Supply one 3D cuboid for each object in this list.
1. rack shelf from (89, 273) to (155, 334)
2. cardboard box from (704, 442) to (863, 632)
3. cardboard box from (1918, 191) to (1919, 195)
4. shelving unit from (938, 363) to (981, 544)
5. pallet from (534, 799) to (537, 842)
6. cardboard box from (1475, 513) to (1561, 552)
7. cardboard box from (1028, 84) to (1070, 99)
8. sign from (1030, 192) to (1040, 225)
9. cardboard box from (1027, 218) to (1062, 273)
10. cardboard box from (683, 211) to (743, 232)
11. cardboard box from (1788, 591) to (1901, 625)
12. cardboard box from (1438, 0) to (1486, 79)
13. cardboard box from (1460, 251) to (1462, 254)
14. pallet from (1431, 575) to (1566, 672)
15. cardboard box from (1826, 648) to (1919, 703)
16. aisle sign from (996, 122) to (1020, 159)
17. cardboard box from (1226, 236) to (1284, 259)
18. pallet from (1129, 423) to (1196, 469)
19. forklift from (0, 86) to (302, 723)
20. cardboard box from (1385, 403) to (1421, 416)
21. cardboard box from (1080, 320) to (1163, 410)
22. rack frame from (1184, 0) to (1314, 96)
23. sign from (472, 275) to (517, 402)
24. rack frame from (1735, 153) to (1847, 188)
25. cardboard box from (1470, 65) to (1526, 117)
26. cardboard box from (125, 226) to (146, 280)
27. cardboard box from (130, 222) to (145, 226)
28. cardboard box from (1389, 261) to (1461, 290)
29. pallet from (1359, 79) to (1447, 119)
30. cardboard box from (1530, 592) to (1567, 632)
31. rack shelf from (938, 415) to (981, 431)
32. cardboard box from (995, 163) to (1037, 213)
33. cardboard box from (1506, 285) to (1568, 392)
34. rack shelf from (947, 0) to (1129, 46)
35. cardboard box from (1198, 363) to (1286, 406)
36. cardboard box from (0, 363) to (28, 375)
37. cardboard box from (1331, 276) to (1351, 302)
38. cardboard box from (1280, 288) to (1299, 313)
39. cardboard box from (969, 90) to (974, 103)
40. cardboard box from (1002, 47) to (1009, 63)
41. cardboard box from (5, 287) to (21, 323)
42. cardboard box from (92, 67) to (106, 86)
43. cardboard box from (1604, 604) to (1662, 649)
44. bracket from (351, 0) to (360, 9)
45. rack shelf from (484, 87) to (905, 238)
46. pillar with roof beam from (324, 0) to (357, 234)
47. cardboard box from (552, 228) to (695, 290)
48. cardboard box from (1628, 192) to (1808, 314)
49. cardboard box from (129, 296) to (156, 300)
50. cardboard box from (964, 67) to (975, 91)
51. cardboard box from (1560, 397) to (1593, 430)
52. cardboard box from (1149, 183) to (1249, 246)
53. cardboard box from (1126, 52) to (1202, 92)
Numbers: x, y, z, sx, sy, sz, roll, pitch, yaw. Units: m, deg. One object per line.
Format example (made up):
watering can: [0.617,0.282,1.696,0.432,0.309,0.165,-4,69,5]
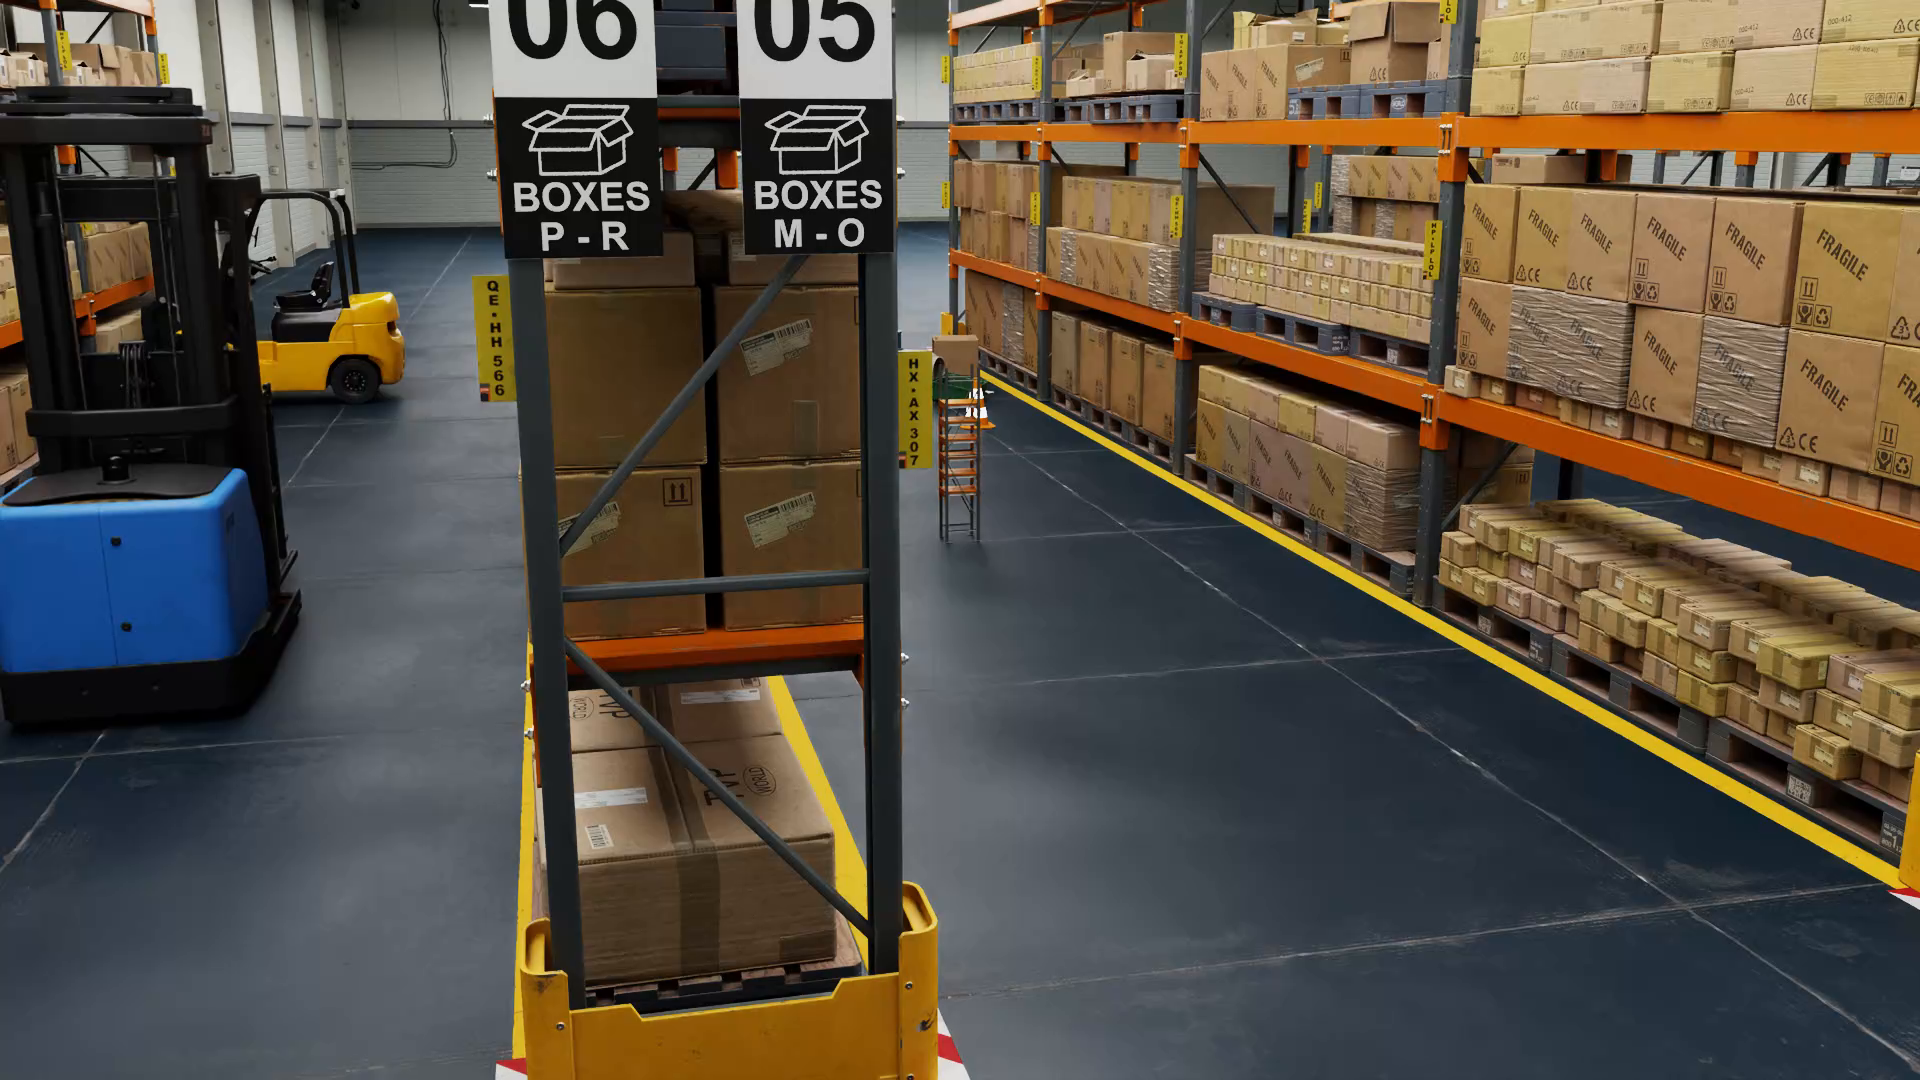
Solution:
rack shelf: [-8.778,-2.472,16.739,1.077,0.370,4.000,-3,14,-13]
cardboard box: [-0.500,-0.044,5.077,0.500,0.500,0.500,-3,14,-14]
cardboard box: [7.558,-2.328,12.312,0.797,0.503,0.637,-3,14,-11]
shelving unit: [-0.003,-0.586,11.298,0.258,1.200,0.189,-3,14,-13]
pallet: [-1.213,1.025,6.788,1.003,0.211,1.213,-3,14,-13]
cardboard box: [3.069,-0.041,9.144,0.380,0.149,0.250,-3,14,-10]
cardboard box: [0.907,-4.590,17.009,0.380,0.149,0.250,-3,14,-13]
sign: [0.764,-3.364,16.886,0.100,0.325,0.005,-3,14,-13]
cardboard box: [1.205,-3.094,17.454,0.875,0.550,0.550,-3,14,-13]
cardboard box: [-0.753,-1.056,5.744,0.380,0.149,0.250,-3,14,-13]
cardboard box: [4.018,0.345,7.564,0.380,0.149,0.250,-3,14,-11]
cardboard box: [3.200,-2.894,9.537,0.700,0.500,0.500,-3,14,-13]
cardboard box: [3.291,-1.818,10.941,0.380,0.149,0.250,-3,14,-14]
pallet: [3.374,0.417,9.277,1.003,0.211,1.213,-3,14,-13]
cardboard box: [3.748,0.555,6.705,0.380,0.149,0.250,-3,14,-12]
aisle sign: [0.639,-5.155,20.730,0.394,0.787,0.004,-3,14,-13]
cardboard box: [2.229,-2.205,12.525,0.380,0.149,0.250,-4,14,-15]
pallet: [2.131,-0.845,14.442,1.003,0.211,1.213,-3,14,-13]
forklift: [-4.277,-0.883,8.864,1.130,2.935,3.031,-3,14,-14]
cardboard box: [3.138,-0.753,10.990,0.500,0.250,0.500,-3,14,-12]
cardboard box: [1.760,-1.687,15.866,1.050,0.750,0.750,-3,14,-13]
rack frame: [2.243,-4.928,12.637,1.000,3.000,0.127,-3,14,-13]
sign: [-1.197,-0.519,4.294,0.100,0.325,0.005,-3,14,-13]
rack frame: [7.088,-2.267,14.385,1.000,3.000,0.127,-3,14,-13]
cardboard box: [3.034,-2.354,8.736,0.500,0.250,0.500,-3,14,-10]
cardboard box: [-8.515,-2.878,16.678,0.500,0.500,0.500,-3,14,-13]
cardboard box: [-8.569,-3.287,16.984,0.380,0.149,0.250,-3,14,-13]
cardboard box: [2.834,-1.606,10.069,0.380,0.149,0.250,-4,14,-15]
pallet: [3.141,-2.605,9.846,1.213,0.211,1.003,-3,14,-13]
cardboard box: [3.235,0.363,8.741,0.380,0.149,0.250,-4,14,-14]
rack shelf: [-0.003,-0.776,11.252,0.258,0.103,0.180,-3,14,-13]
cardboard box: [0.883,-3.995,18.869,0.875,0.550,0.500,-3,14,-13]
cardboard box: [3.177,-1.042,8.534,0.500,0.500,0.500,-3,14,-13]
rack shelf: [0.834,-5.768,18.435,1.077,0.370,4.000,-3,14,-13]
cardboard box: [2.169,-1.195,12.801,0.500,0.250,0.500,-4,14,-16]
cardboard box: [-8.000,-1.111,13.773,0.875,0.625,0.625,-3,14,-14]
cardboard box: [2.650,-1.639,10.834,0.380,0.149,0.250,-4,14,-16]
cardboard box: [2.465,-1.675,11.609,0.380,0.149,0.250,-3,14,-12]
cardboard box: [0.312,-5.175,19.402,0.380,0.149,0.250,-3,14,-13]
cardboard box: [0.669,-5.212,17.873,0.380,0.149,0.250,-3,14,-13]
cardboard box: [-7.597,-1.835,12.932,0.500,0.250,0.500,-3,14,-11]
cardboard box: [-8.362,-4.363,15.834,0.396,0.266,0.258,-4,14,-15]
cardboard box: [3.329,0.402,7.958,0.380,0.149,0.250,-3,14,-13]
bracket: [-17.315,-15.318,47.579,0.235,0.232,0.430,-3,14,-13]
rack shelf: [-1.136,-1.438,6.188,1.077,0.370,4.000,-3,14,-13]
pillar with roof beam: [-12.821,-13.147,46.277,9.100,9.000,0.548,-3,14,-13]
cardboard box: [-0.945,-0.790,4.656,0.380,0.149,0.250,-3,14,-12]
cardboard box: [3.395,-1.297,7.471,0.500,0.500,0.500,-4,14,-15]
cardboard box: [-8.836,-2.548,18.337,0.500,0.250,0.500,-3,14,-11]
cardboard box: [0.348,-5.398,19.475,0.500,0.250,0.500,-3,14,-14]
cardboard box: [3.231,-0.646,8.282,0.380,0.149,0.250,-3,14,-12]
cardboard box: [2.027,-2.769,14.122,0.700,0.500,0.500,-3,14,-14]
cardboard box: [1.706,-3.905,13.860,0.500,0.311,0.500,-3,14,-13]
